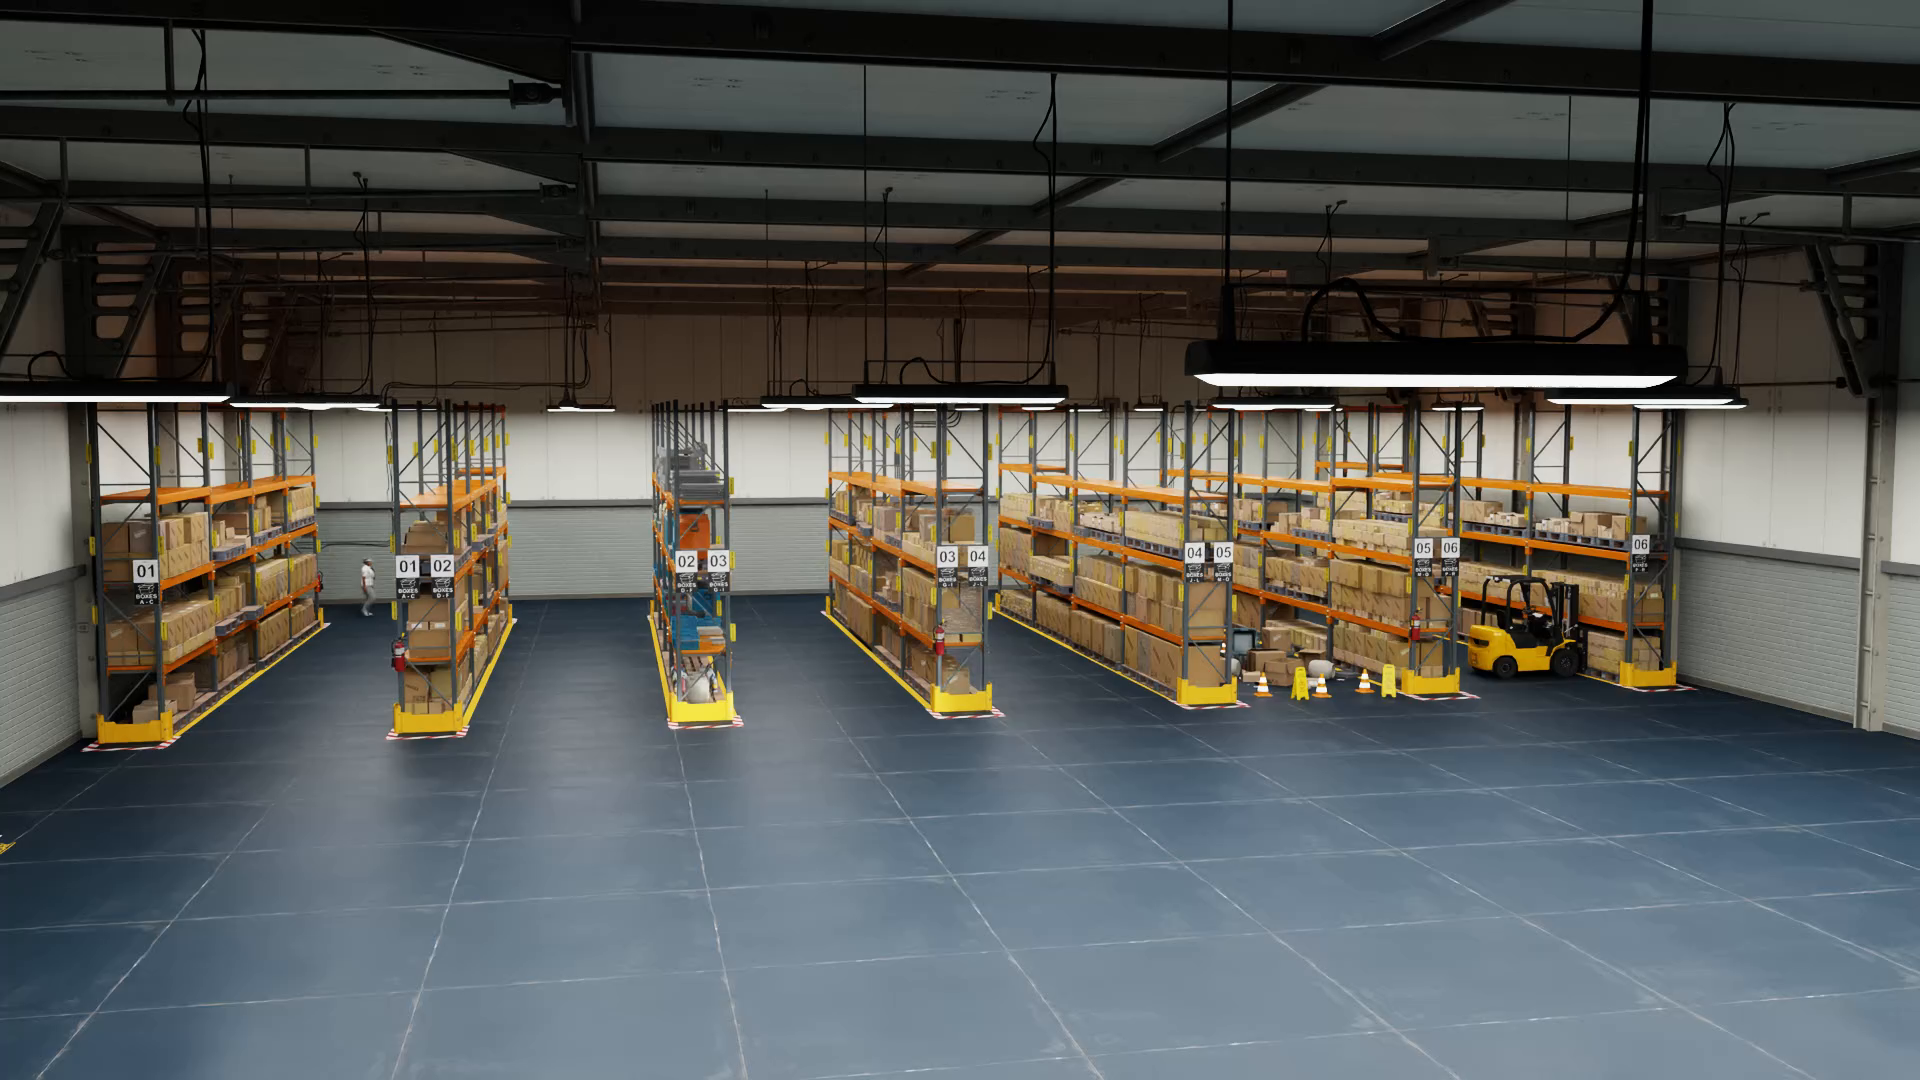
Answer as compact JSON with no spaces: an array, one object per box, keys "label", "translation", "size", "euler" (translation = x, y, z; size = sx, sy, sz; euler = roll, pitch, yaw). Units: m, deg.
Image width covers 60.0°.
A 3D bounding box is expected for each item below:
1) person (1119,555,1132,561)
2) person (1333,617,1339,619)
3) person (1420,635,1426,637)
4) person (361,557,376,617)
[{"label":"person","translation":[5.225,0.982,52.111],"size":[0.916,1.606,0.474],"euler":[-1,5,-18]},{"label":"person","translation":[10.498,1.356,46.506],"size":[0.442,1.725,0.586],"euler":[3,5,35]},{"label":"person","translation":[10.641,2.027,38.233],"size":[0.516,1.647,0.576],"euler":[-3,5,-35]},{"label":"person","translation":[-16.804,1.319,47.245],"size":[0.408,1.699,0.472],"euler":[-1,4,-11]}]
